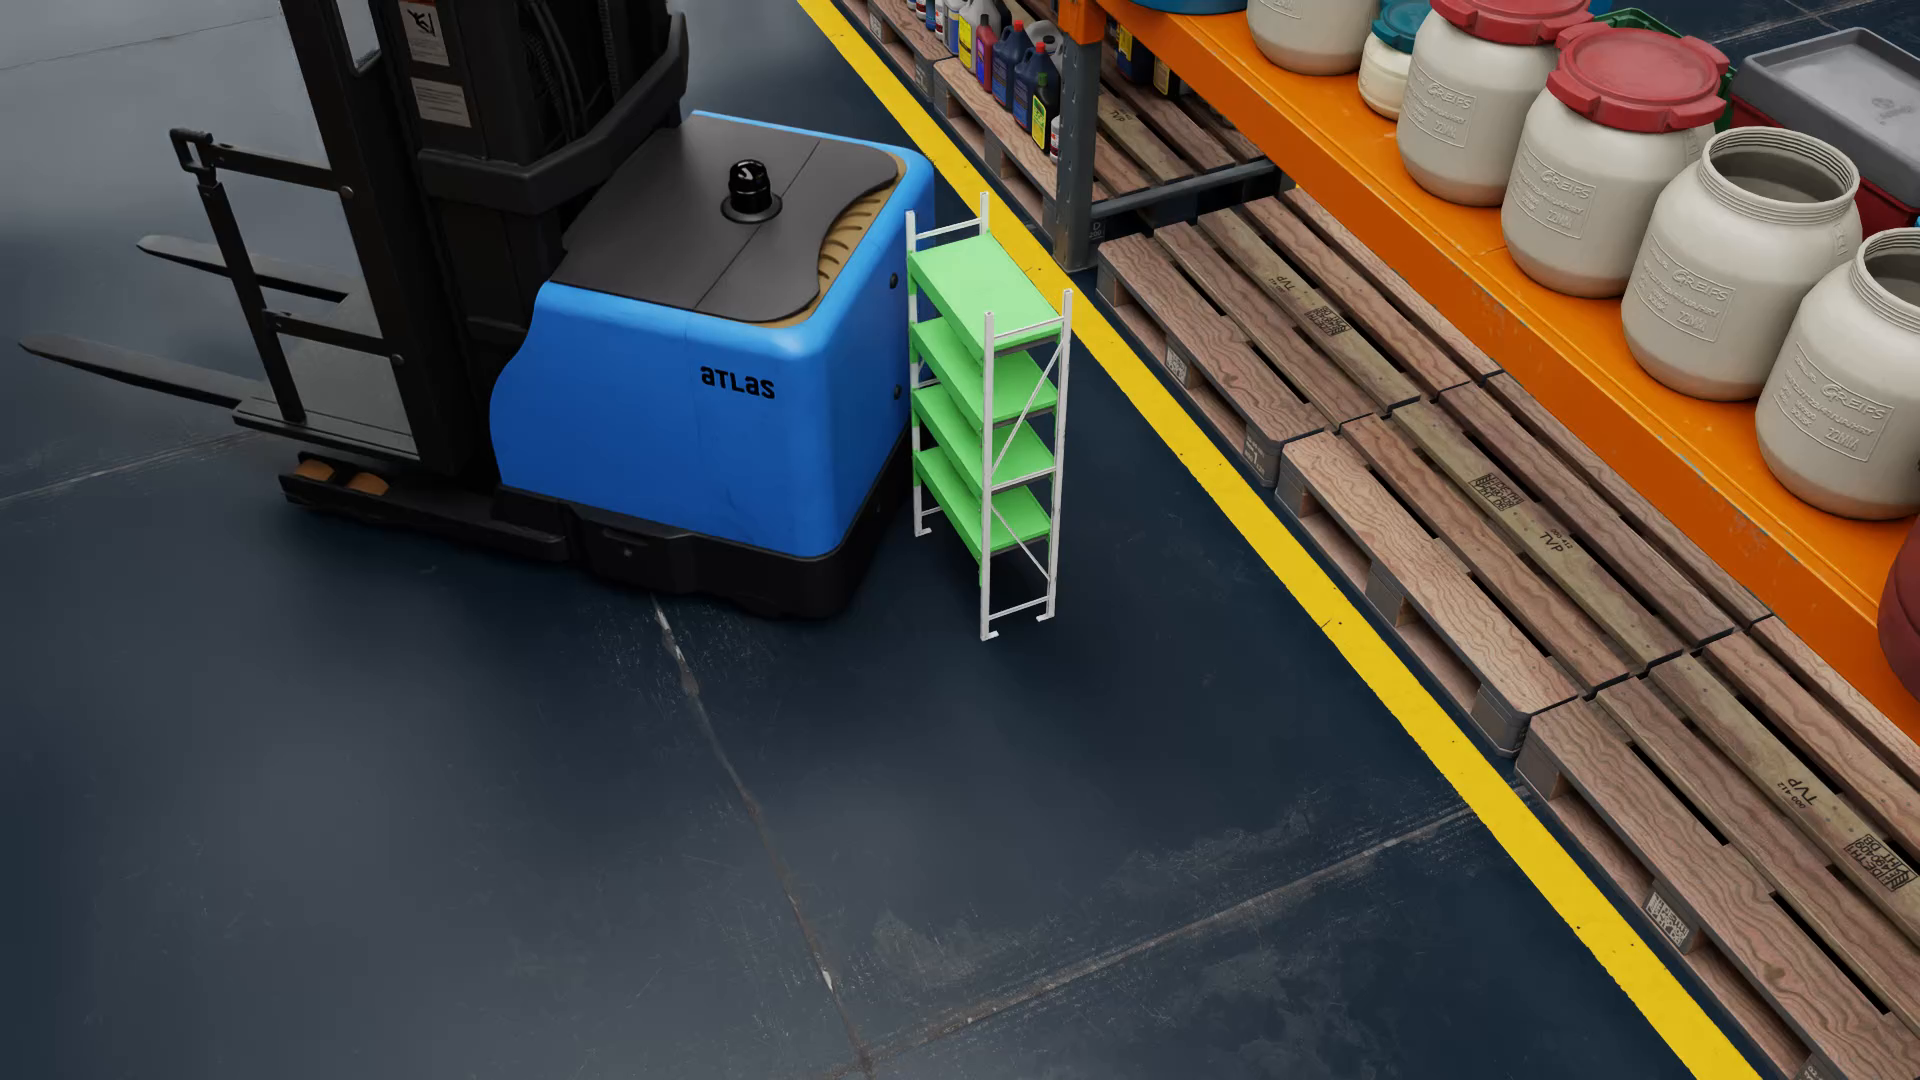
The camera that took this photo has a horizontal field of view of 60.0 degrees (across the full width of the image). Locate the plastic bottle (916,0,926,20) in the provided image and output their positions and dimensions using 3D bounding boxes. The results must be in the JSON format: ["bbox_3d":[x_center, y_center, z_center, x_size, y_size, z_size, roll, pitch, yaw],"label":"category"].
[{"bbox_3d":[-0.144,-2.364,7.189,0.097,0.201,0.097,0,45,0],"label":"plastic bottle"}]

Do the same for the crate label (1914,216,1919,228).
[{"bbox_3d":[2.340,-0.424,3.518,0.502,0.435,0.616,-18,47,-17],"label":"crate label"}]

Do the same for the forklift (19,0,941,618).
[{"bbox_3d":[-1.635,-1.430,4.612,3.031,2.935,1.130,13,46,13],"label":"forklift"}]

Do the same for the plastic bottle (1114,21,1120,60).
[{"bbox_3d":[0.697,-2.126,6.898,0.097,0.271,0.097,0,45,0],"label":"plastic bottle"}]

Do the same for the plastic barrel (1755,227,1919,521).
[{"bbox_3d":[1.886,-0.330,3.369,0.421,0.512,0.421,0,45,0],"label":"plastic barrel"}]

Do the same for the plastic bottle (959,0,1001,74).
[{"bbox_3d":[0.082,-2.114,6.830,0.144,0.351,0.185,-18,47,-18],"label":"plastic bottle"}]

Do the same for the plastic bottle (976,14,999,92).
[{"bbox_3d":[0.112,-1.976,6.737,0.061,0.283,0.133,-15,47,-15],"label":"plastic bottle"}]

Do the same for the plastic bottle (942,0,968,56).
[{"bbox_3d":[0.017,-2.192,6.962,0.152,0.276,0.135,-17,47,-17],"label":"plastic bottle"}]

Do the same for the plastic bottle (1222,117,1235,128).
[{"bbox_3d":[1.095,-1.765,6.532,0.097,0.271,0.097,0,45,0],"label":"plastic bottle"}]

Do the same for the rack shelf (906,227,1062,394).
[{"bbox_3d":[0.070,-0.618,4.429,0.258,0.148,0.480,-18,47,-17],"label":"rack shelf"}]

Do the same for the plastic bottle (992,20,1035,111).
[{"bbox_3d":[0.218,-1.908,6.621,0.144,0.351,0.185,-20,48,-19],"label":"plastic bottle"}]

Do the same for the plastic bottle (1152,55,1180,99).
[{"bbox_3d":[0.837,-1.935,6.696,0.061,0.283,0.133,-18,47,-17],"label":"plastic bottle"}]

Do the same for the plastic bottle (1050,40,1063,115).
[{"bbox_3d":[0.429,-1.828,6.540,0.144,0.351,0.185,-18,47,-17],"label":"plastic bottle"}]

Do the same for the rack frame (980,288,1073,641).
[{"bbox_3d":[0.172,-0.166,4.564,0.240,1.200,0.015,-18,47,-17],"label":"rack frame"}]

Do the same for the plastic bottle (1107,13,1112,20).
[{"bbox_3d":[0.691,-2.352,7.177,0.097,0.201,0.097,0,45,0],"label":"plastic bottle"}]

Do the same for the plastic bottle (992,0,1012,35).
[{"bbox_3d":[0.164,-2.137,6.901,0.061,0.283,0.133,-18,47,-17],"label":"plastic bottle"}]

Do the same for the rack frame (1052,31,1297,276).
[{"bbox_3d":[0.831,-2.247,5.392,1.000,3.000,0.127,-18,47,-17],"label":"rack frame"}]

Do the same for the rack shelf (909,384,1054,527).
[{"bbox_3d":[0.070,-0.276,4.767,0.258,0.148,0.480,-18,47,-17],"label":"rack shelf"}]

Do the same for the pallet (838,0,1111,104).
[{"bbox_3d":[0.069,-2.473,7.606,1.003,0.211,1.213,-18,47,-17],"label":"pallet"}]

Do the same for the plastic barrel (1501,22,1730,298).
[{"bbox_3d":[1.525,-0.878,3.907,0.433,0.535,0.433,0,45,0],"label":"plastic barrel"}]

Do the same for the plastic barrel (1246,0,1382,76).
[{"bbox_3d":[1.034,-1.621,4.660,0.433,0.535,0.433,0,45,0],"label":"plastic barrel"}]

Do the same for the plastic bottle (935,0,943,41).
[{"bbox_3d":[-0.057,-2.233,7.056,0.097,0.201,0.097,0,45,0],"label":"plastic bottle"}]

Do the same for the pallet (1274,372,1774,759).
[{"bbox_3d":[1.713,0.013,5.086,1.003,0.211,1.213,-18,47,-17],"label":"pallet"}]

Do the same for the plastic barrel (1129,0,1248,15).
[{"bbox_3d":[0.718,-2.090,4.875,0.600,0.901,0.708,-18,47,-17],"label":"plastic barrel"}]

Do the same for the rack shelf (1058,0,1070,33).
[{"bbox_3d":[-0.010,-3.265,6.936,1.077,0.370,4.000,-18,47,-17],"label":"rack shelf"}]

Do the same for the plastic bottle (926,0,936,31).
[{"bbox_3d":[-0.100,-2.323,7.098,0.097,0.271,0.097,0,45,0],"label":"plastic bottle"}]

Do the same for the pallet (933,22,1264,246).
[{"bbox_3d":[0.586,-1.695,6.817,1.003,0.211,1.213,-18,47,-17],"label":"pallet"}]

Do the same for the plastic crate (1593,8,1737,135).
[{"bbox_3d":[1.819,-1.145,4.426,0.450,0.188,0.662,-18,47,-17],"label":"plastic crate"}]

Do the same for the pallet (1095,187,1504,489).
[{"bbox_3d":[1.196,-0.765,5.875,1.003,0.211,1.213,-18,47,-17],"label":"pallet"}]

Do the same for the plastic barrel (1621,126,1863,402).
[{"bbox_3d":[1.709,-0.599,3.641,0.421,0.512,0.421,0,45,0],"label":"plastic barrel"}]

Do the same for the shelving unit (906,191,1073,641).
[{"bbox_3d":[0.070,-0.322,4.722,0.258,1.200,0.503,-18,47,-17],"label":"shelving unit"}]

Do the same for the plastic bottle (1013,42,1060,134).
[{"bbox_3d":[0.299,-1.786,6.497,0.144,0.351,0.185,-19,48,-18],"label":"plastic bottle"}]

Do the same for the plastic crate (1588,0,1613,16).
[{"bbox_3d":[1.577,-1.630,4.778,0.392,0.384,0.575,-18,47,-17],"label":"plastic crate"}]

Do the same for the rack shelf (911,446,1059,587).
[{"bbox_3d":[0.070,-0.105,4.935,0.258,0.148,0.480,-18,47,-17],"label":"rack shelf"}]

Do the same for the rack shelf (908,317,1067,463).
[{"bbox_3d":[0.070,-0.447,4.598,0.258,0.148,0.480,-18,47,-17],"label":"rack shelf"}]

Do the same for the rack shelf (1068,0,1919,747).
[{"bbox_3d":[1.672,-0.716,4.353,1.077,0.370,4.000,-18,47,-17],"label":"rack shelf"}]

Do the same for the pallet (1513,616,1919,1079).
[{"bbox_3d":[2.222,0.790,4.300,1.003,0.211,1.213,-18,47,-17],"label":"pallet"}]

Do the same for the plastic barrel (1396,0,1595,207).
[{"bbox_3d":[1.343,-1.153,4.186,0.433,0.535,0.433,0,45,0],"label":"plastic barrel"}]

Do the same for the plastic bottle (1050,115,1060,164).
[{"bbox_3d":[0.396,-1.547,6.361,0.097,0.201,0.097,0,45,0],"label":"plastic bottle"}]

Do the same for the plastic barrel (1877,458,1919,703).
[{"bbox_3d":[2.043,0.047,2.969,0.600,0.536,0.708,-18,47,-17],"label":"plastic barrel"}]

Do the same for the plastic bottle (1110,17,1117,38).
[{"bbox_3d":[0.693,-2.272,7.047,0.097,0.271,0.097,0,45,0],"label":"plastic bottle"}]

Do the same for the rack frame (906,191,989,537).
[{"bbox_3d":[-0.033,-0.477,4.879,0.240,1.200,0.015,-18,47,-17],"label":"rack frame"}]

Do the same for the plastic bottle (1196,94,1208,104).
[{"bbox_3d":[1.009,-1.870,6.688,0.097,0.201,0.097,0,45,0],"label":"plastic bottle"}]

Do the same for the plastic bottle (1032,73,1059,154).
[{"bbox_3d":[0.329,-1.646,6.403,0.061,0.283,0.133,-16,47,-15],"label":"plastic bottle"}]

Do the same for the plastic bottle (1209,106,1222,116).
[{"bbox_3d":[1.052,-1.805,6.622,0.097,0.201,0.097,0,45,0],"label":"plastic bottle"}]

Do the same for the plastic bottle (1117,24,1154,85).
[{"bbox_3d":[0.737,-2.055,6.770,0.144,0.351,0.185,-18,47,-17],"label":"plastic bottle"}]

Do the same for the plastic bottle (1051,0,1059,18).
[{"bbox_3d":[0.486,-2.402,7.175,0.152,0.276,0.135,-18,47,-17],"label":"plastic bottle"}]

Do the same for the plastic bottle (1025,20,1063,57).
[{"bbox_3d":[0.342,-1.941,6.708,0.152,0.276,0.135,-18,47,-17],"label":"plastic bottle"}]

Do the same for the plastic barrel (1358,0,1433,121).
[{"bbox_3d":[1.248,-1.309,4.539,0.301,0.262,0.301,0,45,0],"label":"plastic barrel"}]

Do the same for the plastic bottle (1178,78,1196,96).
[{"bbox_3d":[0.934,-1.965,6.731,0.152,0.276,0.135,-16,47,-16],"label":"plastic bottle"}]

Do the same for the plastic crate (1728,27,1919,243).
[{"bbox_3d":[2.111,-0.841,3.921,0.402,0.464,0.583,-18,47,-17],"label":"plastic crate"}]

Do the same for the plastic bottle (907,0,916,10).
[{"bbox_3d":[-0.185,-2.452,7.228,0.097,0.271,0.097,0,45,0],"label":"plastic bottle"}]
